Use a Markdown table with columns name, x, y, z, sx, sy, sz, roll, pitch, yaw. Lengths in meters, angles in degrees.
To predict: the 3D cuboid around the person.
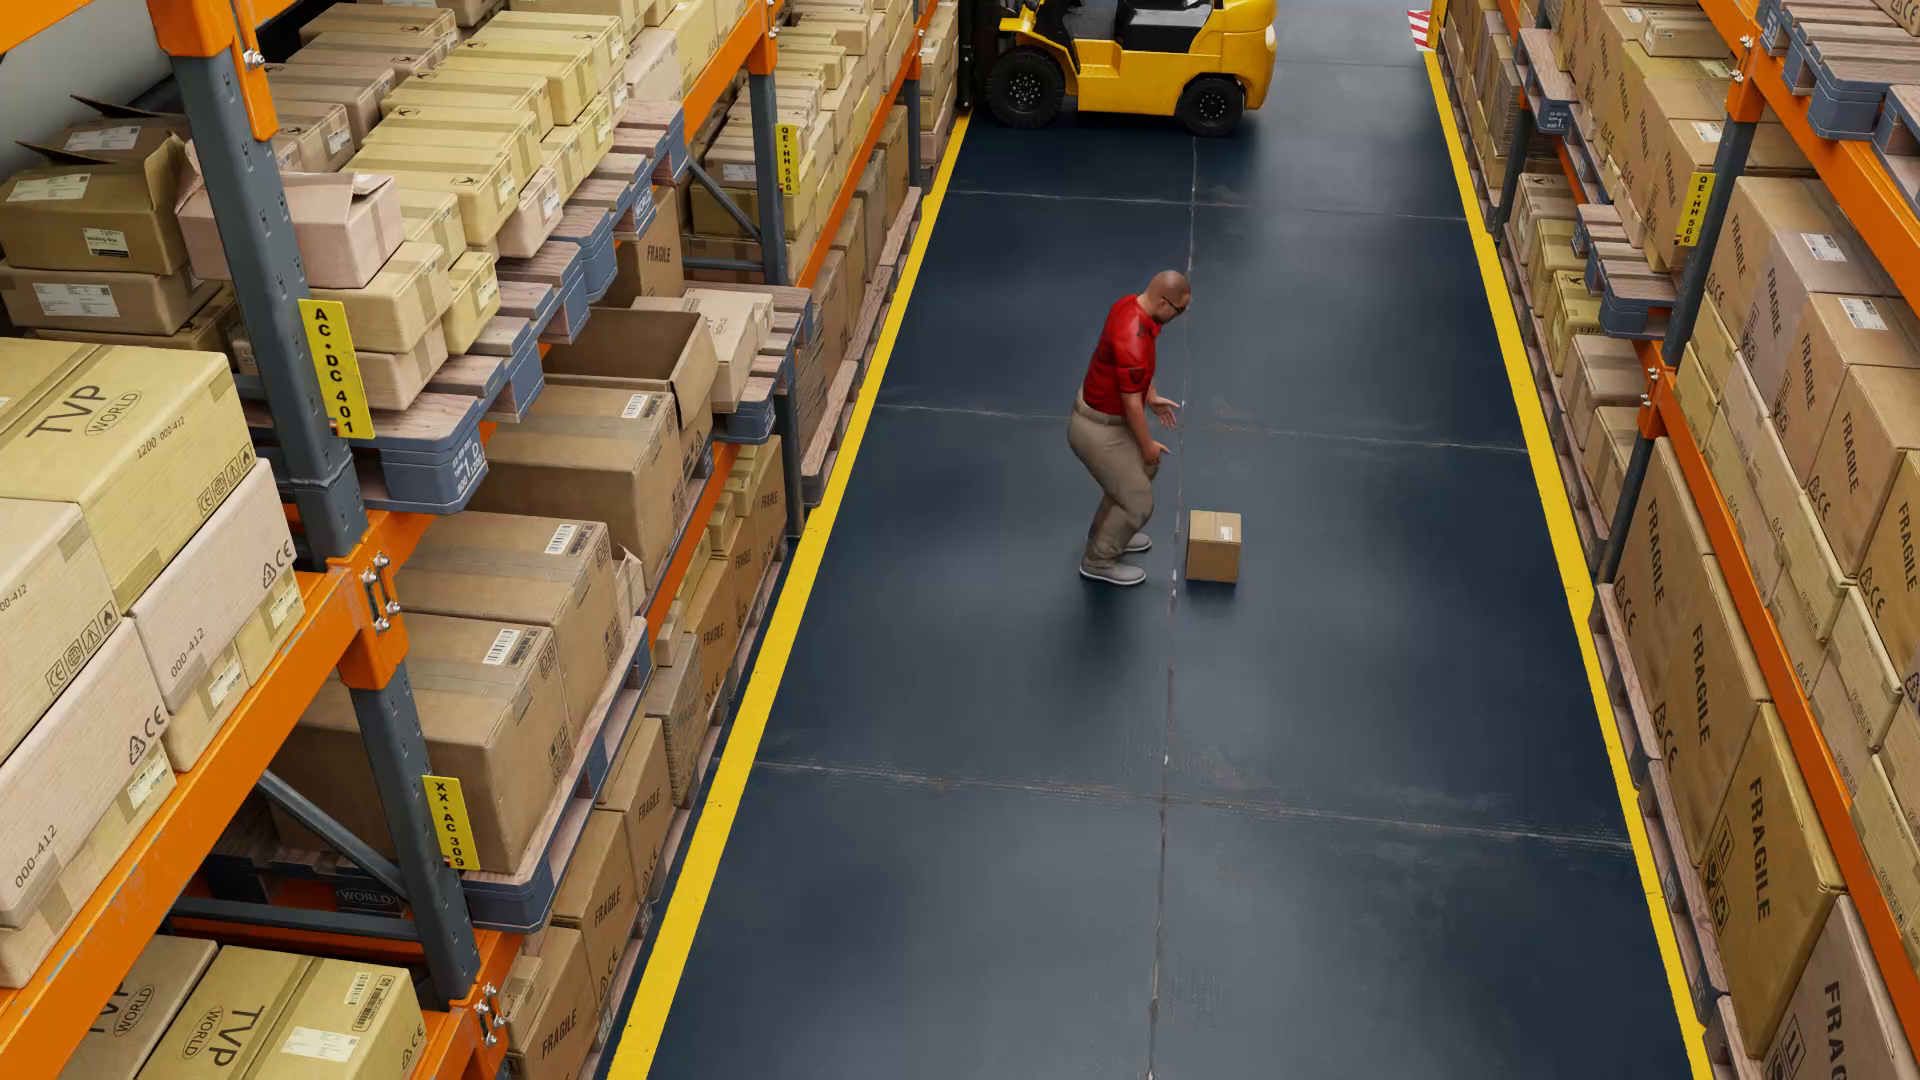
| name | x | y | z | sx | sy | sz | roll | pitch | yaw |
| --- | --- | --- | --- | --- | --- | --- | --- | --- | --- |
| person | 0.784 | -0.564 | 7.949 | 0.526 | 1.607 | 0.575 | 5 | 36 | 7 |
